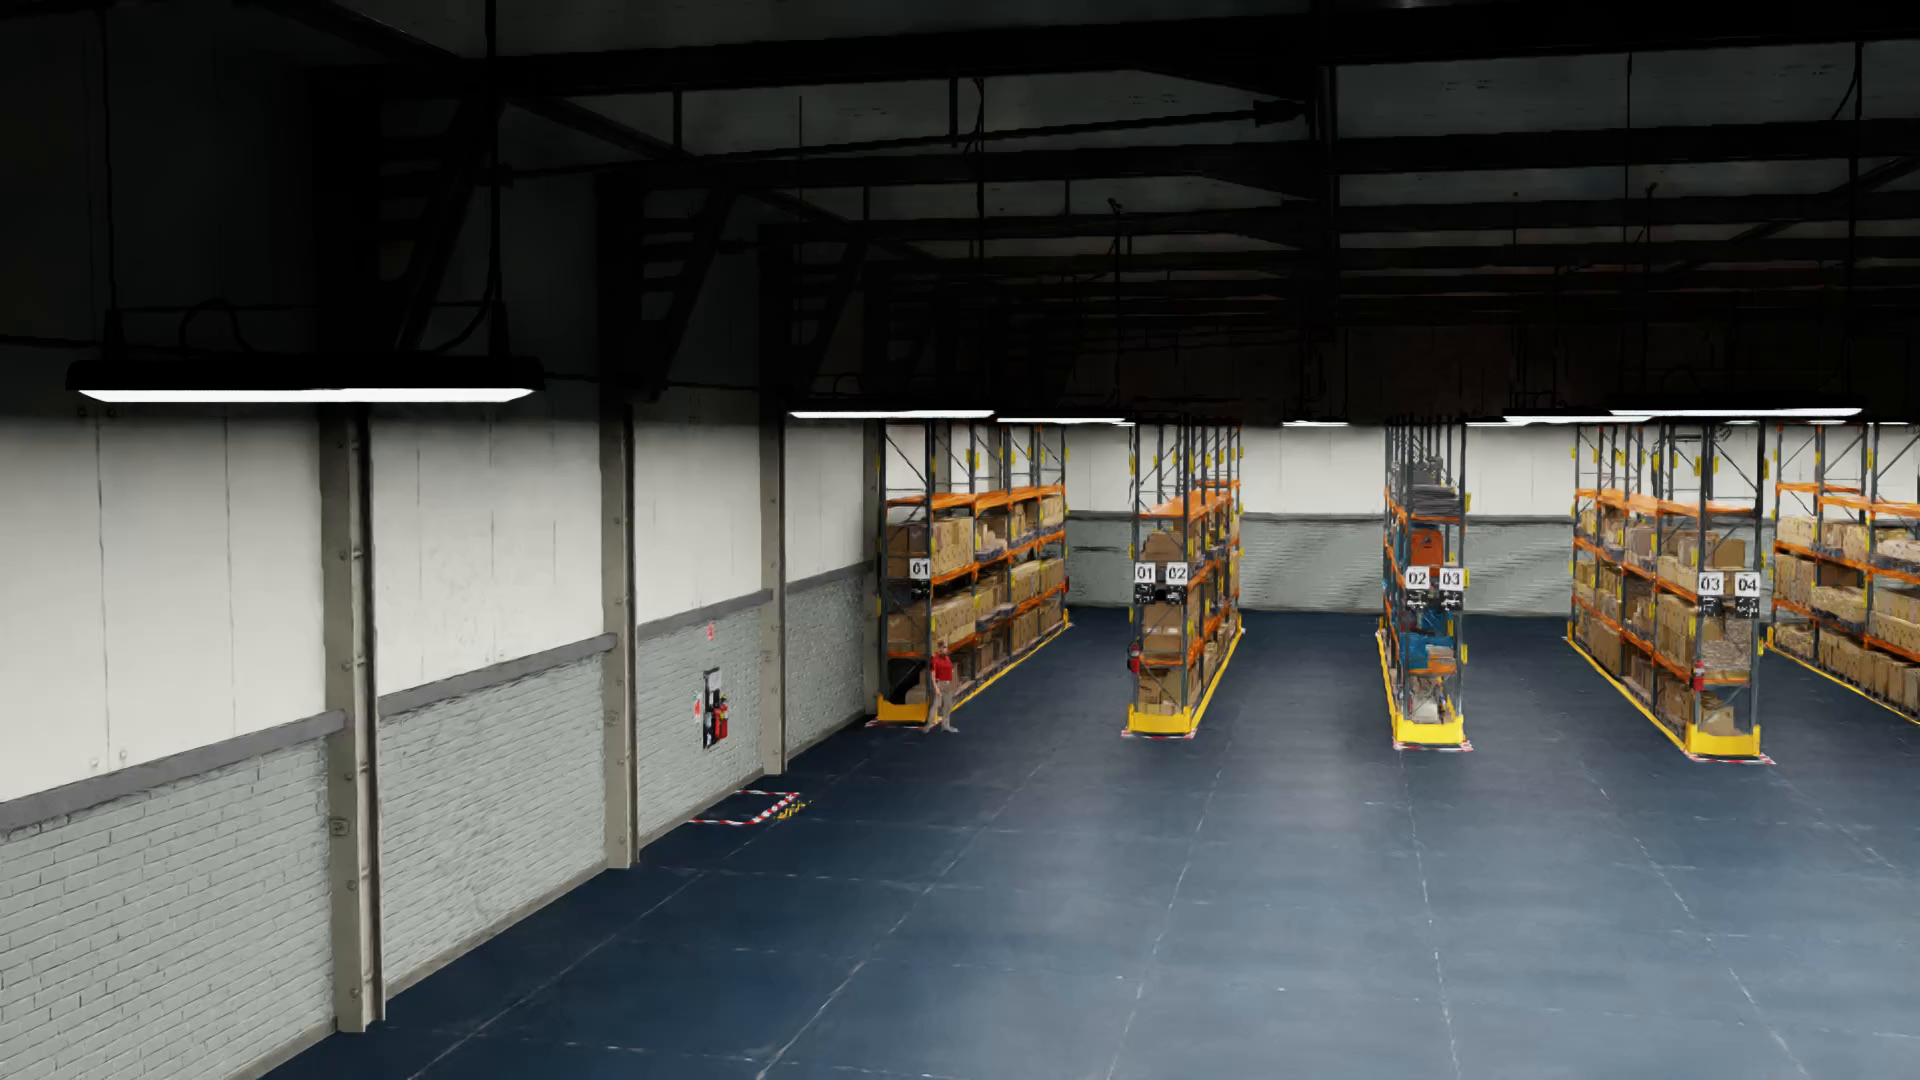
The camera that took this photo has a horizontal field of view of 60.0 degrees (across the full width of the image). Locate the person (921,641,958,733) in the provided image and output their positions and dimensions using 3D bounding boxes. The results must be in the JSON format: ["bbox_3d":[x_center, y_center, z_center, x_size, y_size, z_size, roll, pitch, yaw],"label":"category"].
[{"bbox_3d":[-0.405,2.753,31.144,0.467,1.727,0.727,4,5,43],"label":"person"}]

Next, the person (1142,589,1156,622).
[{"bbox_3d":[5.676,1.583,48.756,0.688,1.658,0.566,-3,5,-39],"label":"person"}]
